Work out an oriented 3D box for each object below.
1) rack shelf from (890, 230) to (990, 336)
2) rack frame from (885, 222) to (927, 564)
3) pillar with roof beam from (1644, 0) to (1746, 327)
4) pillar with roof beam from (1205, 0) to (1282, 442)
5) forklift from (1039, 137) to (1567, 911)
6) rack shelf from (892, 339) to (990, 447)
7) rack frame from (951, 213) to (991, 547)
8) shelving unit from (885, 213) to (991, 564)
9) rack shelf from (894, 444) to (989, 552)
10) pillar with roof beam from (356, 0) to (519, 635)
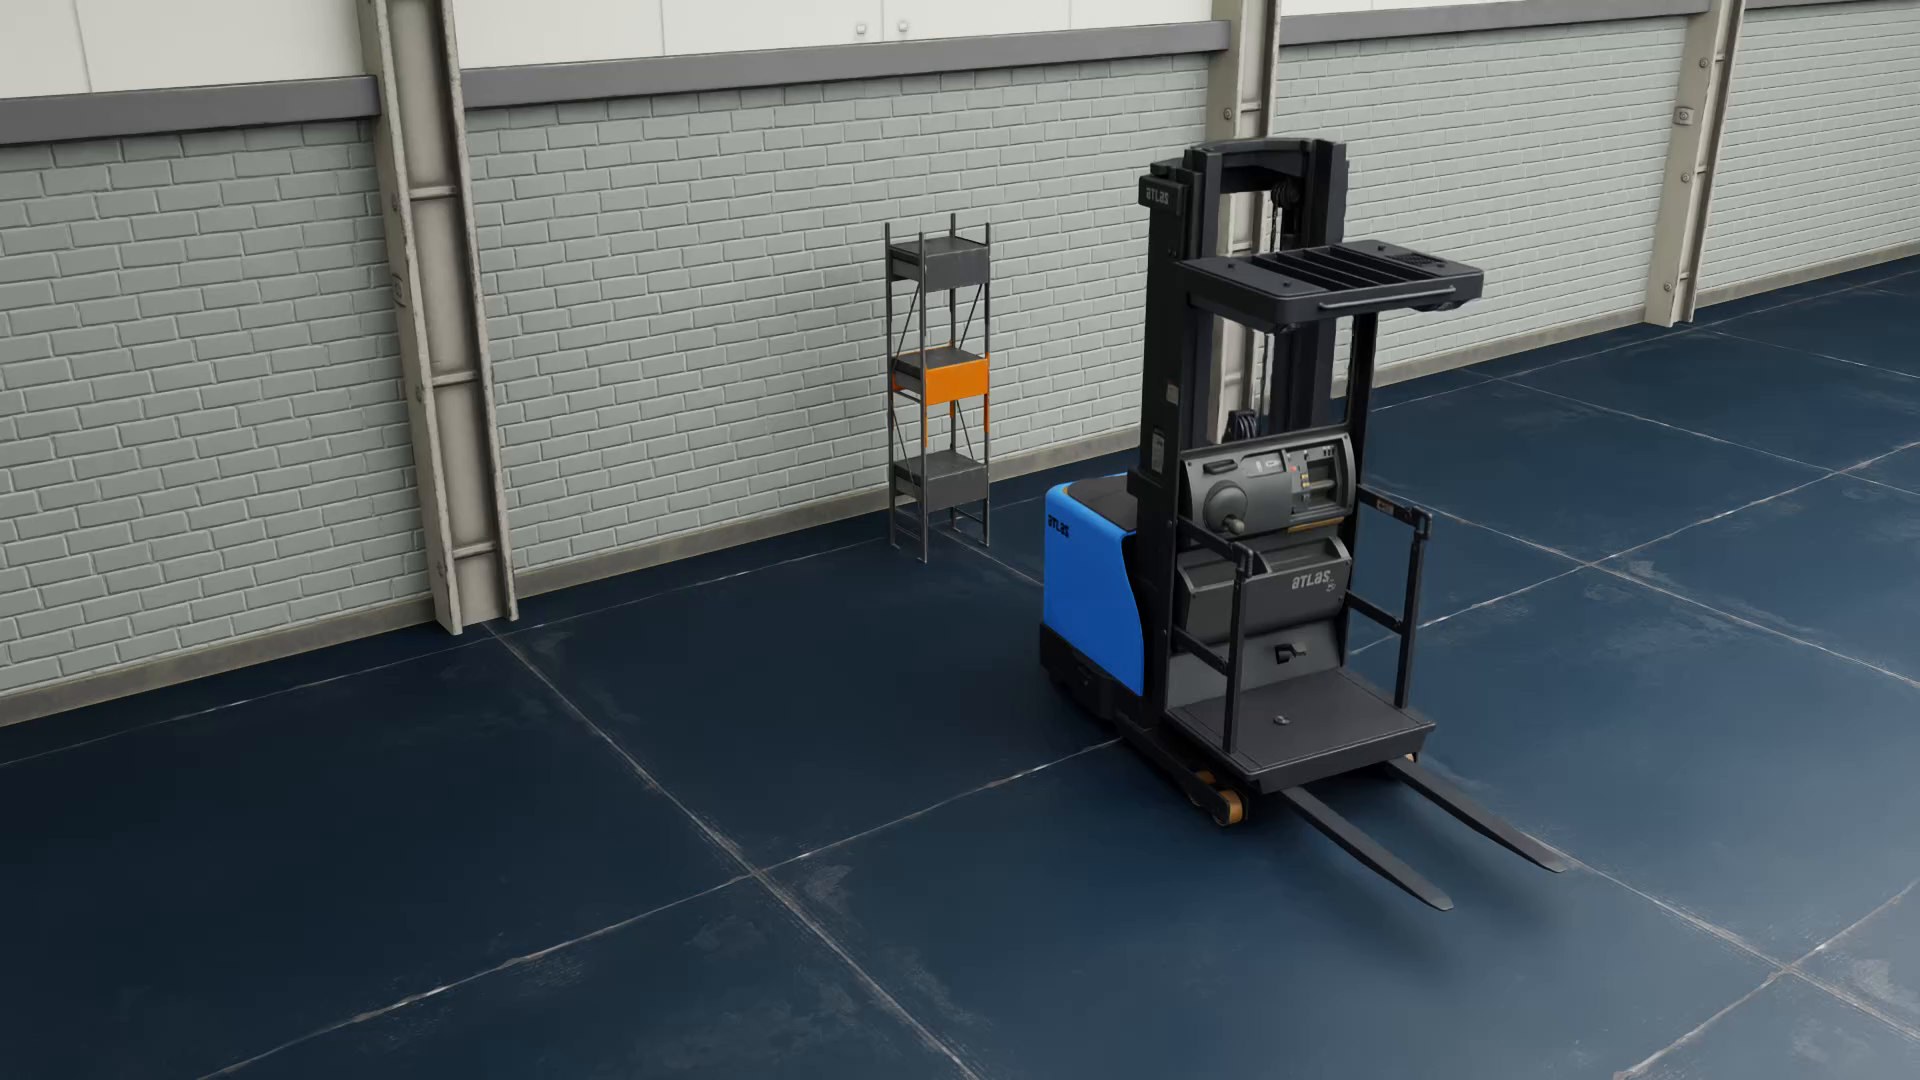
[{"bbox_3d":[-0.134,-1.577,10.163,0.480,0.518,0.431,-15,26,-33],"label":"rack shelf"},{"bbox_3d":[-0.332,-0.887,10.285,0.015,2.100,0.400,-15,26,-33],"label":"rack frame"},{"bbox_3d":[9.423,-5.024,11.345,0.400,9.000,9.100,-15,26,-33],"label":"pillar with roof beam"},{"bbox_3d":[4.552,-3.725,8.090,0.400,9.000,9.100,-15,26,-33],"label":"pillar with roof beam"},{"bbox_3d":[1.541,-0.239,7.541,1.130,2.935,3.031,-10,24,-25],"label":"forklift"},{"bbox_3d":[-0.134,-0.927,10.422,0.480,0.518,0.431,-15,26,-33],"label":"rack shelf"},{"bbox_3d":[0.064,-0.992,10.550,0.015,2.100,0.400,-15,26,-33],"label":"rack frame"},{"bbox_3d":[-0.134,-0.939,10.417,0.503,2.100,0.431,-15,26,-33],"label":"shelving unit"},{"bbox_3d":[-0.134,-0.277,10.682,0.480,0.518,0.431,-15,26,-33],"label":"rack shelf"},{"bbox_3d":[-0.318,-2.426,4.835,0.400,9.000,9.100,-15,26,-33],"label":"pillar with roof beam"}]
